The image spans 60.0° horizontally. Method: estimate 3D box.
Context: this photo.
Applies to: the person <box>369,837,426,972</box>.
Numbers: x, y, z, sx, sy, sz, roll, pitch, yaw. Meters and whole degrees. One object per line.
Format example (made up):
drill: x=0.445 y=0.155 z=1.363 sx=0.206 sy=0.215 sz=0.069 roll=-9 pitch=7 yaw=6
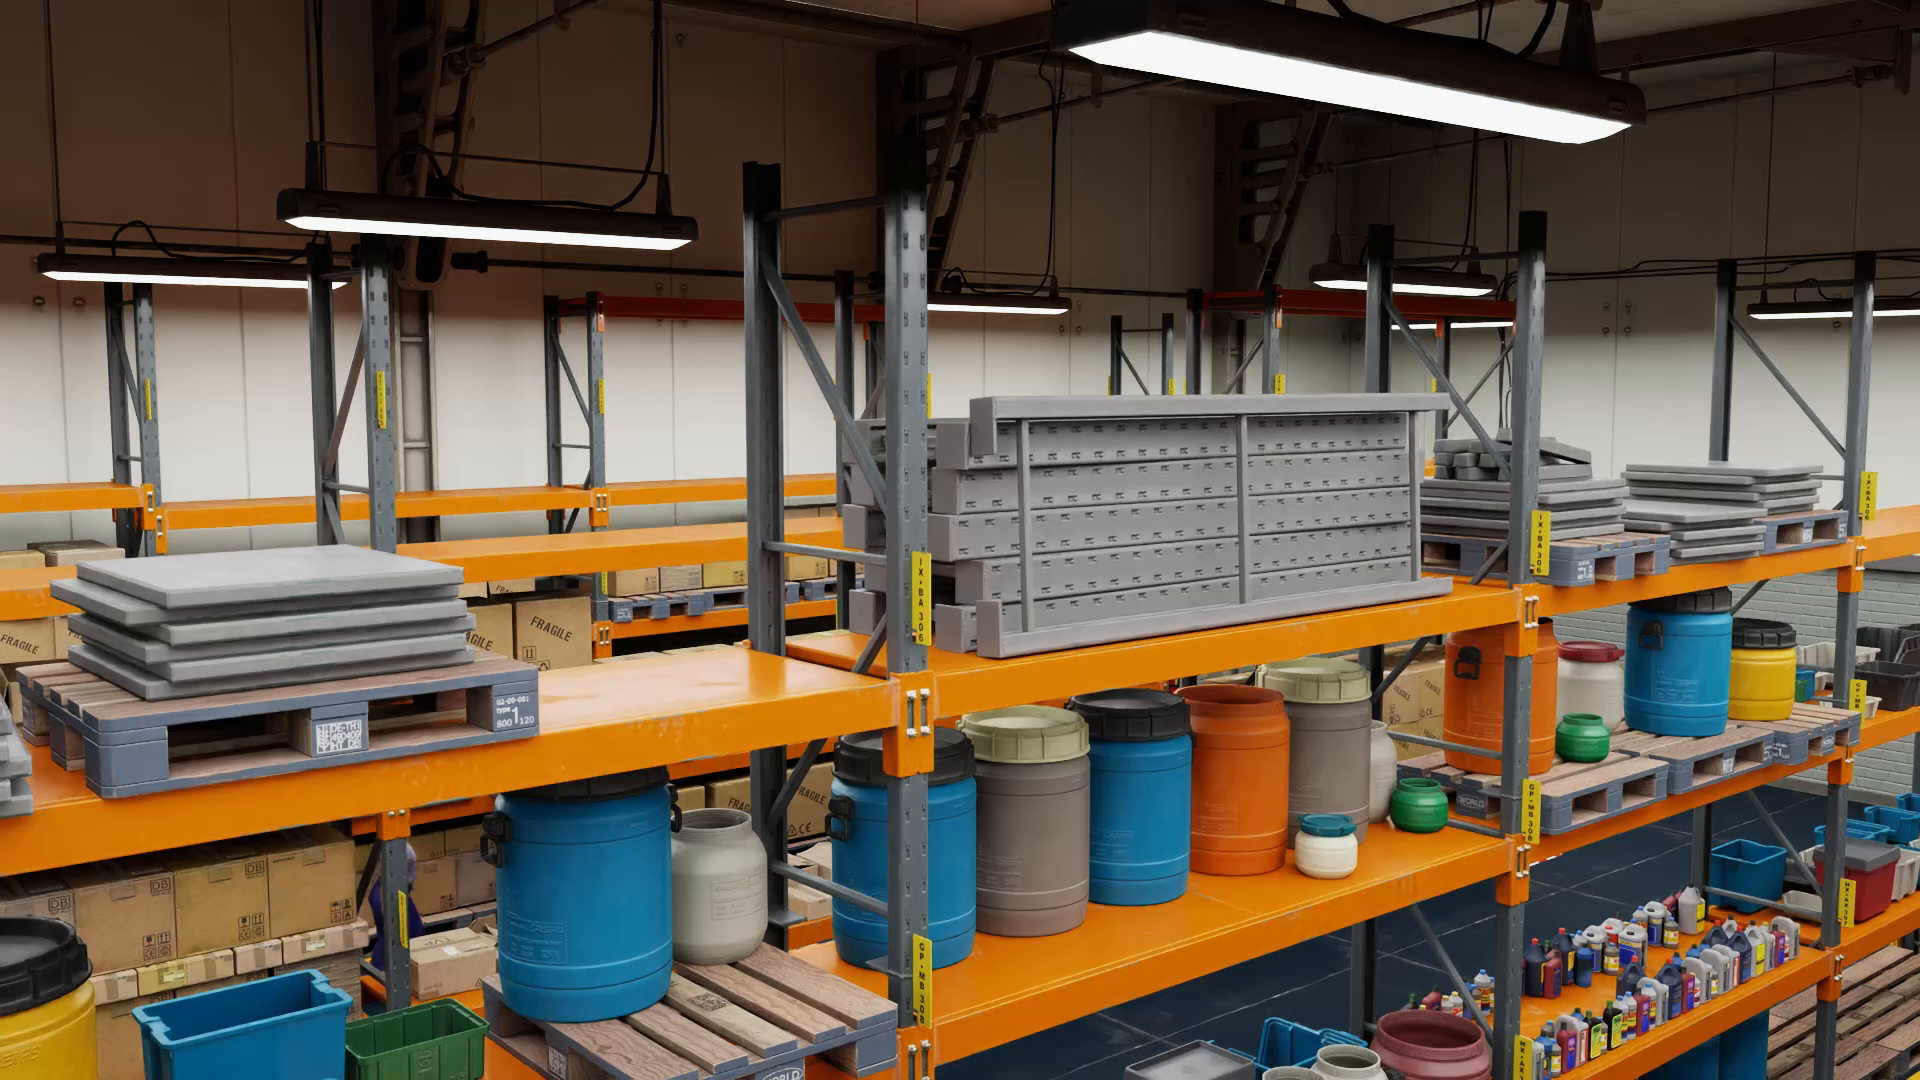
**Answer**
person: x=-4.735 y=3.008 z=13.894 sx=0.450 sy=1.636 sz=0.532 roll=-3 pitch=6 yaw=-25
